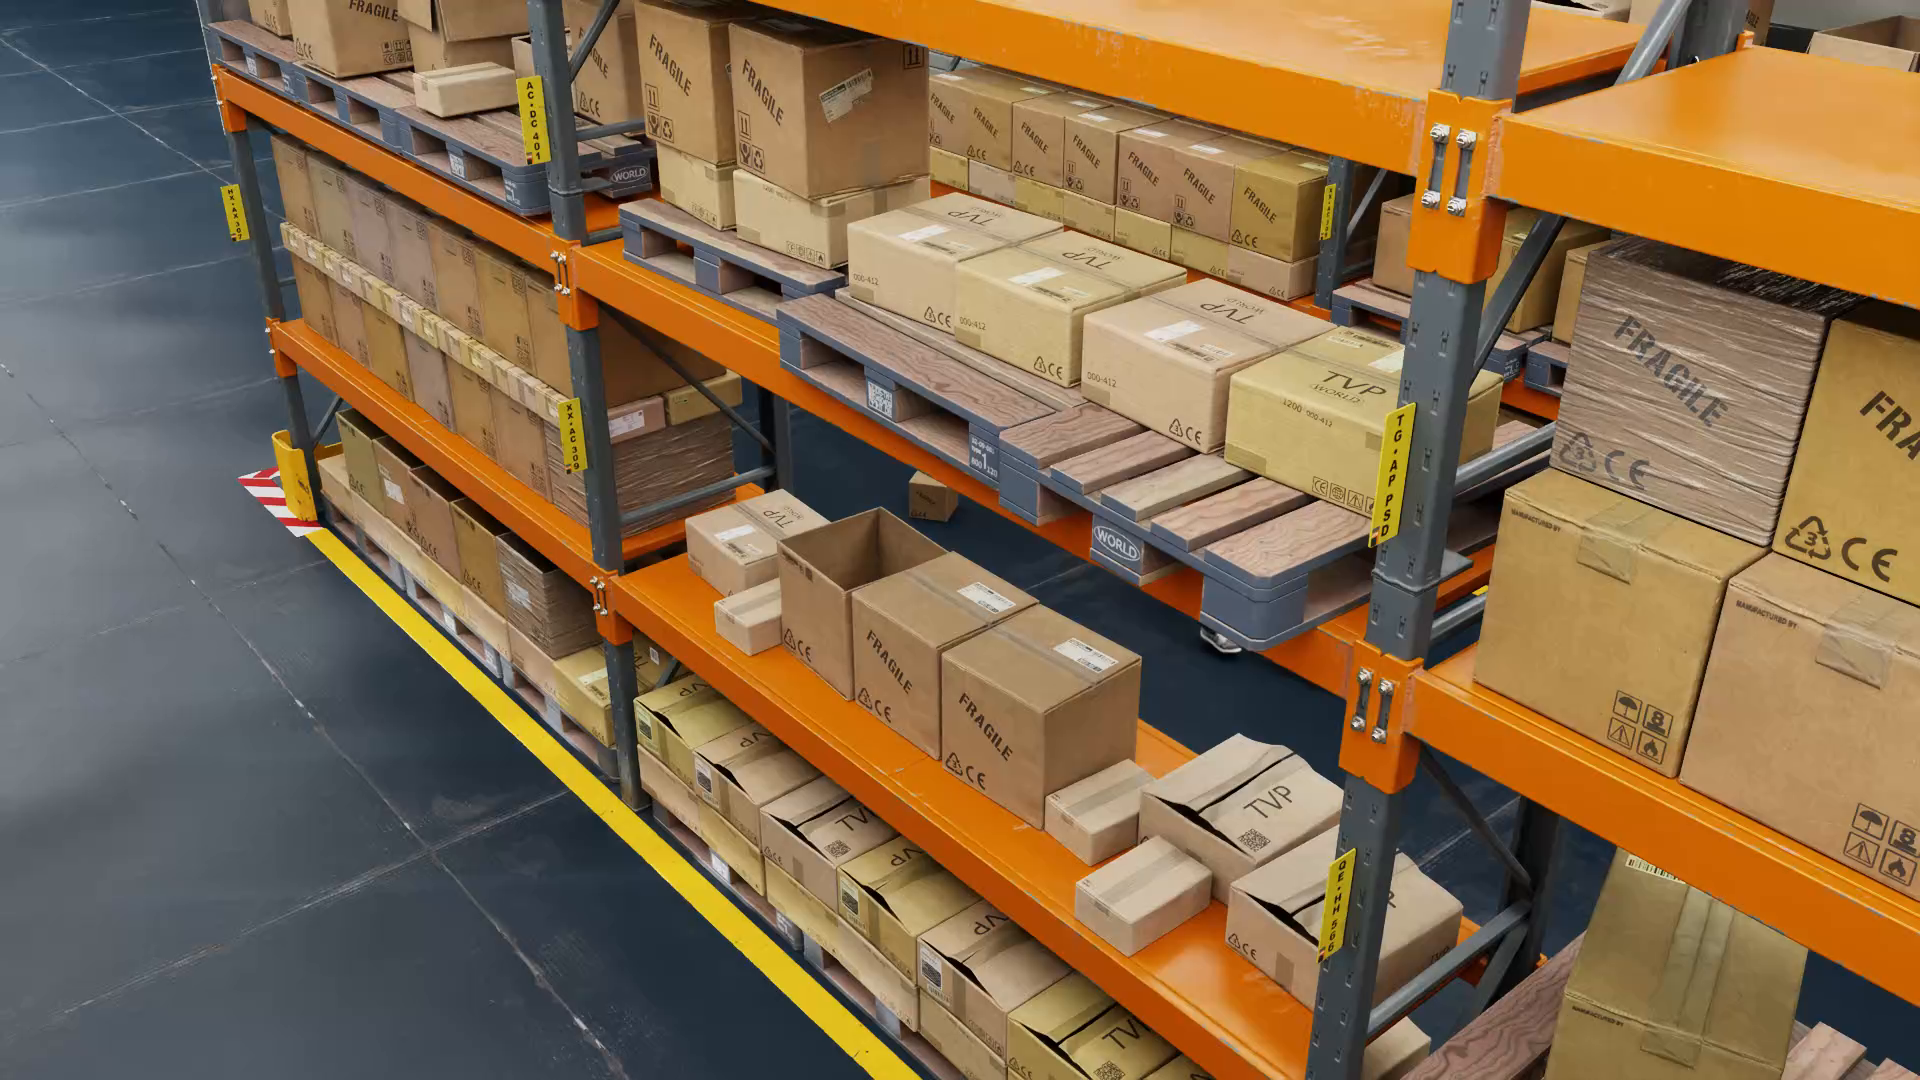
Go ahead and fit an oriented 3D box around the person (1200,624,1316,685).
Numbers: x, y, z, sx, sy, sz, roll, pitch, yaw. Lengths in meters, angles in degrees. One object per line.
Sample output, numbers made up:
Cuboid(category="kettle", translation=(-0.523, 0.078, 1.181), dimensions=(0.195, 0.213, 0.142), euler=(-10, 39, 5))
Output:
Cuboid(category="person", translation=(1.670, 0.017, 8.581), dimensions=(0.442, 1.537, 0.934), euler=(-25, 37, -37))
